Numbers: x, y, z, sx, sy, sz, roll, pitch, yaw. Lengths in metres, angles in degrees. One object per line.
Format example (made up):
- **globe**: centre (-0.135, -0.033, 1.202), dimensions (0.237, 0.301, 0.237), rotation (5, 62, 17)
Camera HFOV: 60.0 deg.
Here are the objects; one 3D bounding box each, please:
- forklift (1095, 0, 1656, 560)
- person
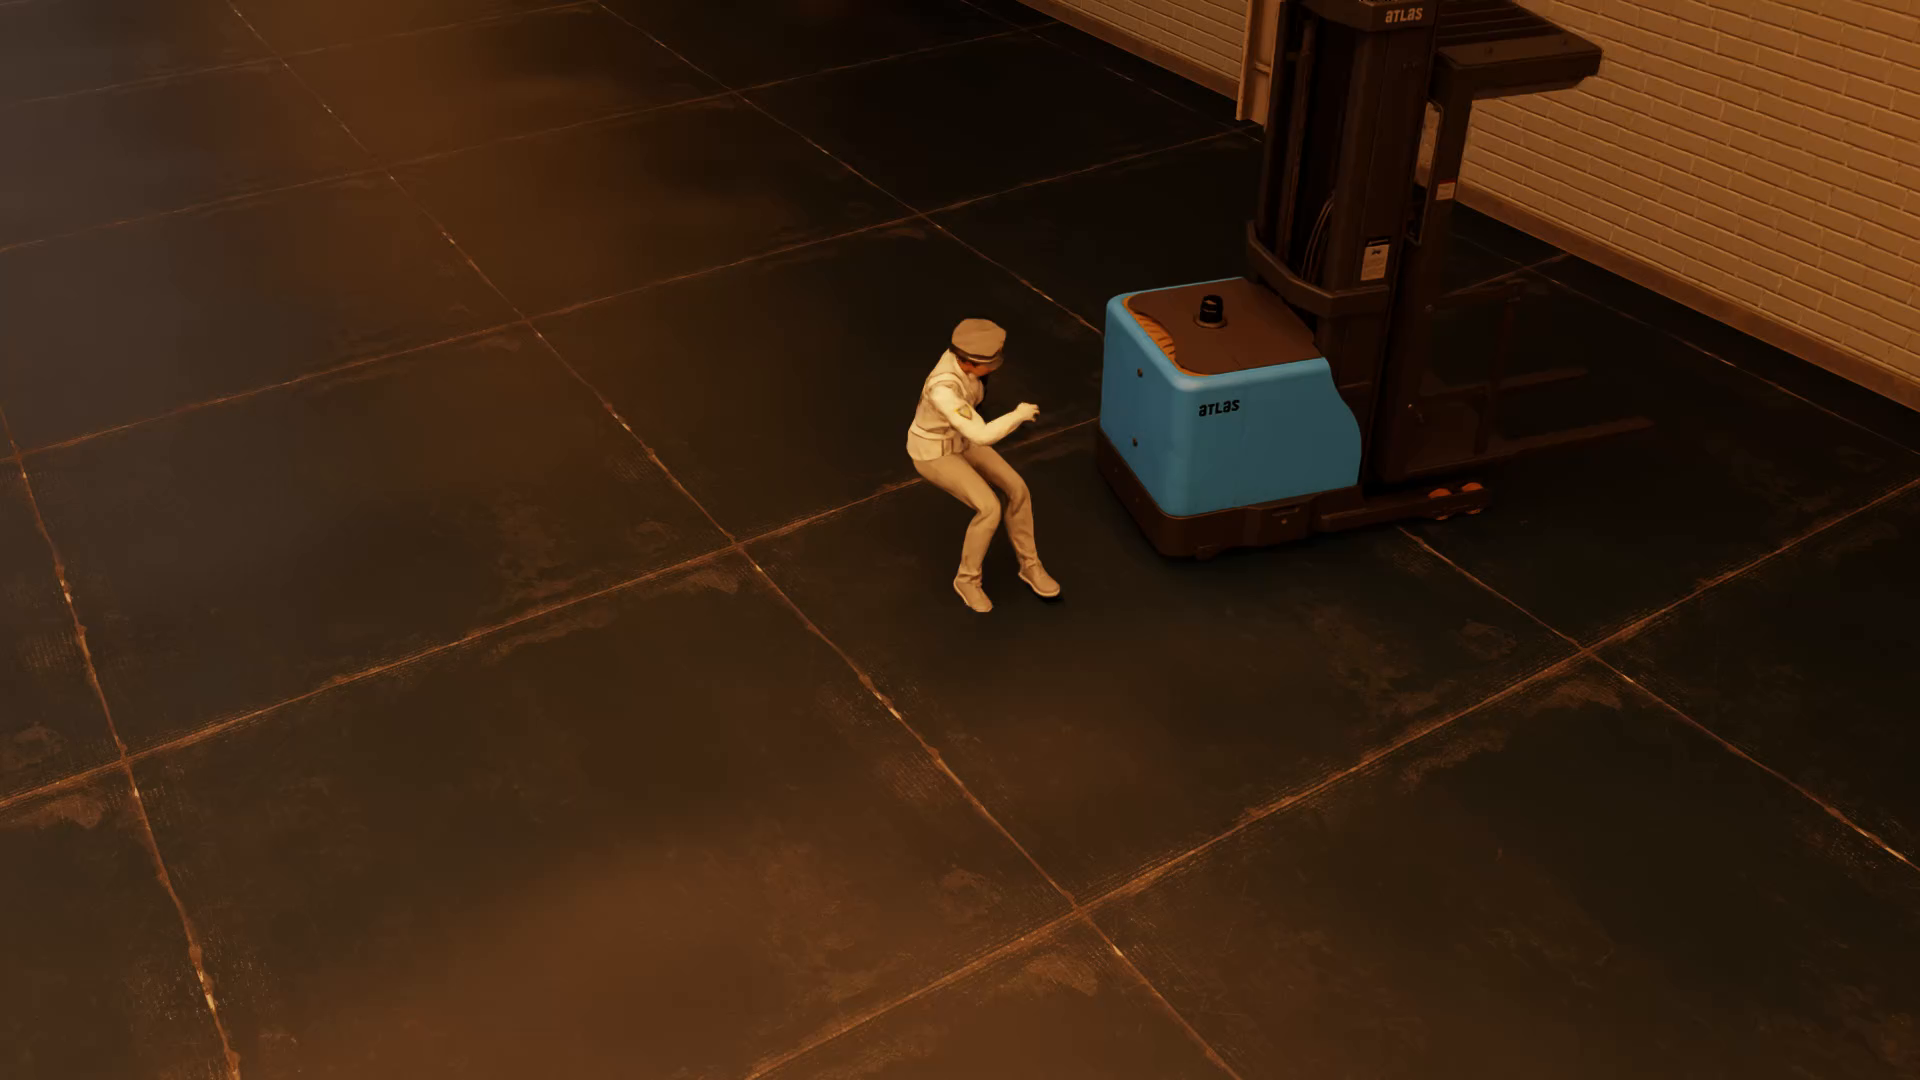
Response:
- **forklift**: centre (2.321, -1.585, 8.404), dimensions (3.031, 2.935, 1.130), rotation (-10, 36, -14)
- **person**: centre (0.183, -0.469, 8.225), dimensions (0.900, 1.416, 0.995), rotation (15, 38, 20)
